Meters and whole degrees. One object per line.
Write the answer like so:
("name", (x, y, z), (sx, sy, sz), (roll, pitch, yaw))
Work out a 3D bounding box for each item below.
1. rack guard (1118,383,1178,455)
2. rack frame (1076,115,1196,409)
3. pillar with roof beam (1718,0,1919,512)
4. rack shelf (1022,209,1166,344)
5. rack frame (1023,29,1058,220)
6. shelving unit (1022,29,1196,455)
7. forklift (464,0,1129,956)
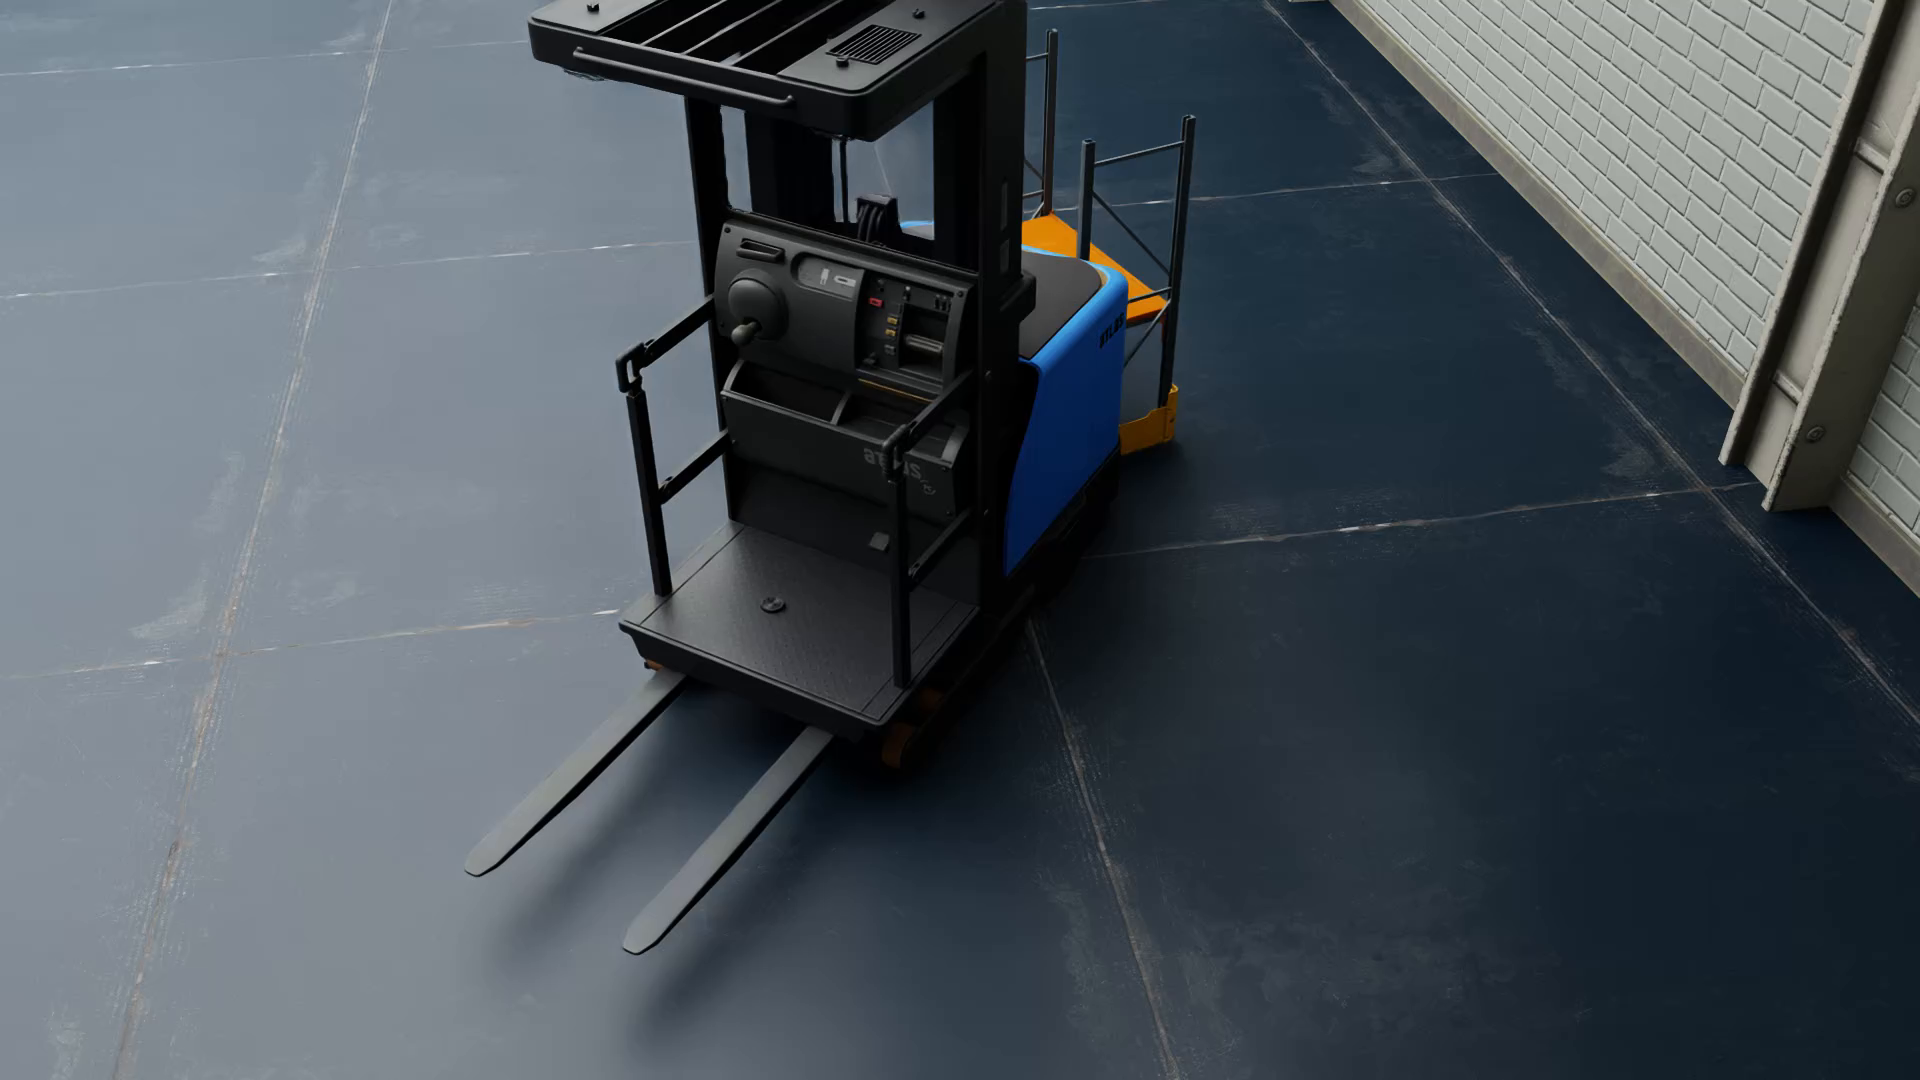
("rack guard", (0.673, -0.485, 7.171), (0.587, 0.250, 0.087), (-19, 42, -22))
("rack frame", (0.682, -0.968, 6.774), (0.500, 1.500, 0.032), (-19, 42, -22))
("pillar with roof beam", (-0.770, -3.342, 3.717), (9.100, 9.000, 0.400), (-6, 38, -8))
("rack shelf", (0.438, -1.100, 7.236), (0.538, 0.185, 1.000), (-19, 42, -22))
("rack frame", (0.193, -1.515, 7.478), (0.500, 1.500, 0.032), (-19, 42, -22))
("shelving unit", (0.433, -1.247, 7.132), (0.587, 1.500, 1.083), (-19, 42, -22))
("forklift", (-0.497, -0.686, 5.244), (1.130, 2.935, 3.031), (19, 42, 22))
